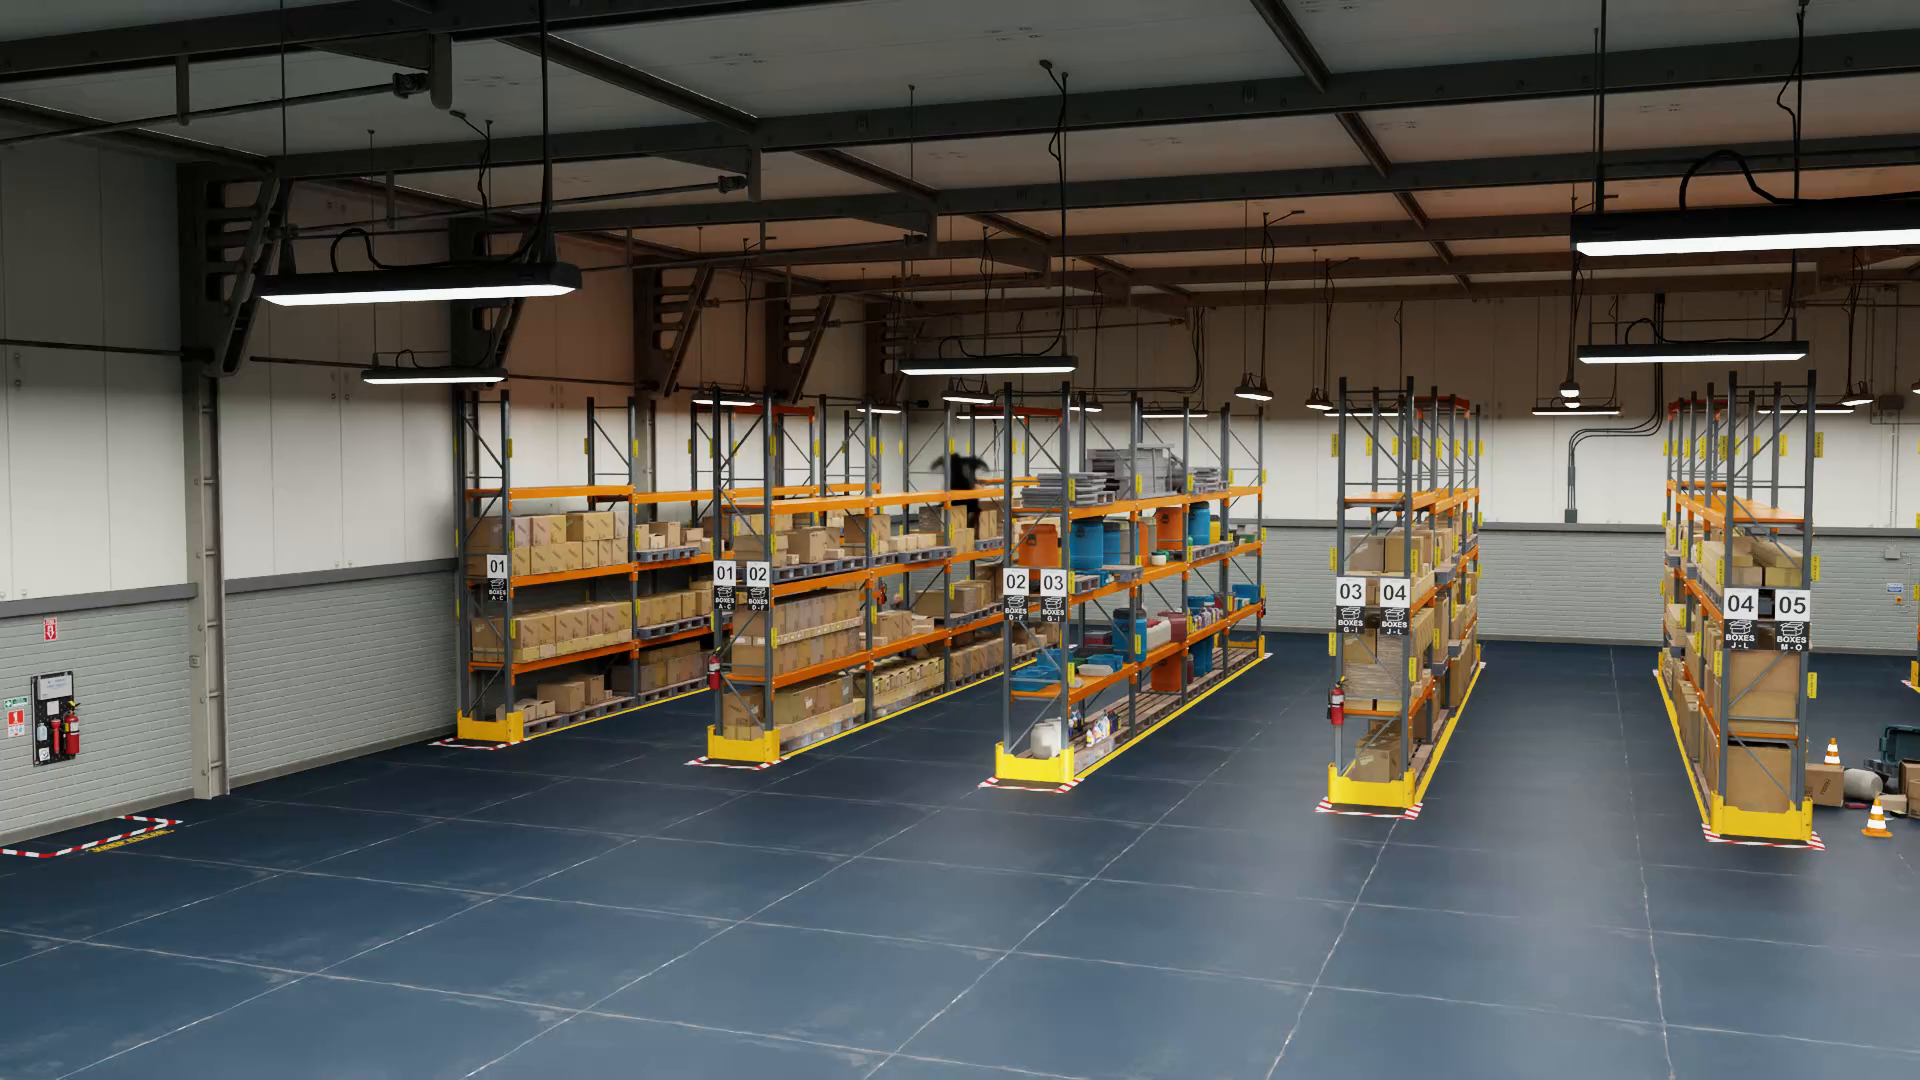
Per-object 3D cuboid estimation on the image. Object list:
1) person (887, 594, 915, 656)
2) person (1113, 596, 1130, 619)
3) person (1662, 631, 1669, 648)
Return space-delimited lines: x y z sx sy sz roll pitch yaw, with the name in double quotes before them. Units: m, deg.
"person" -1.396 2.058 38.663 0.660 1.612 0.888 0 3 8
"person" 3.673 2.110 37.362 0.530 1.687 0.702 1 3 13
"person" 16.408 2.017 38.009 0.865 1.846 0.671 -1 3 -22
